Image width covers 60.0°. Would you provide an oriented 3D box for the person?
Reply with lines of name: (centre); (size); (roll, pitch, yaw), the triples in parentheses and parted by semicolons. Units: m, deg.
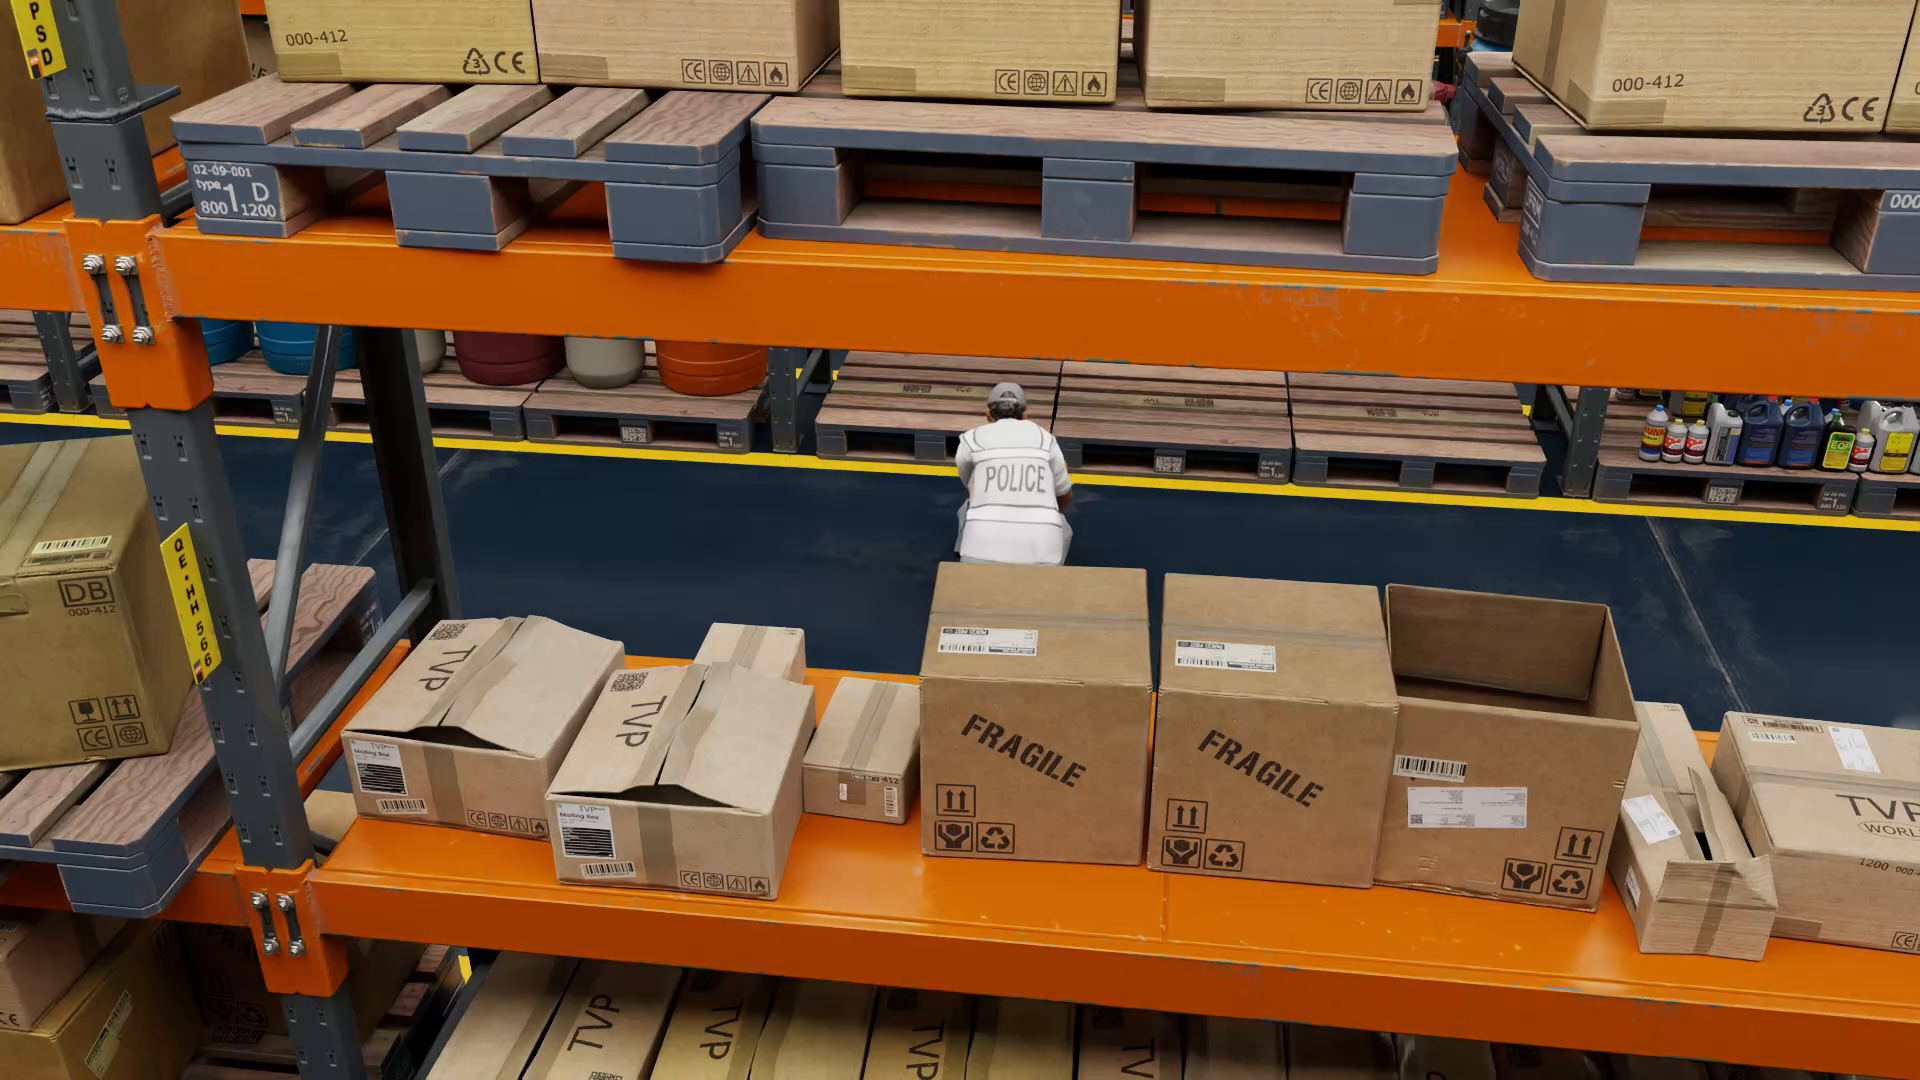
person: (0.227, -0.144, 7.162); (0.515, 0.940, 0.844); (3, 29, 6)
